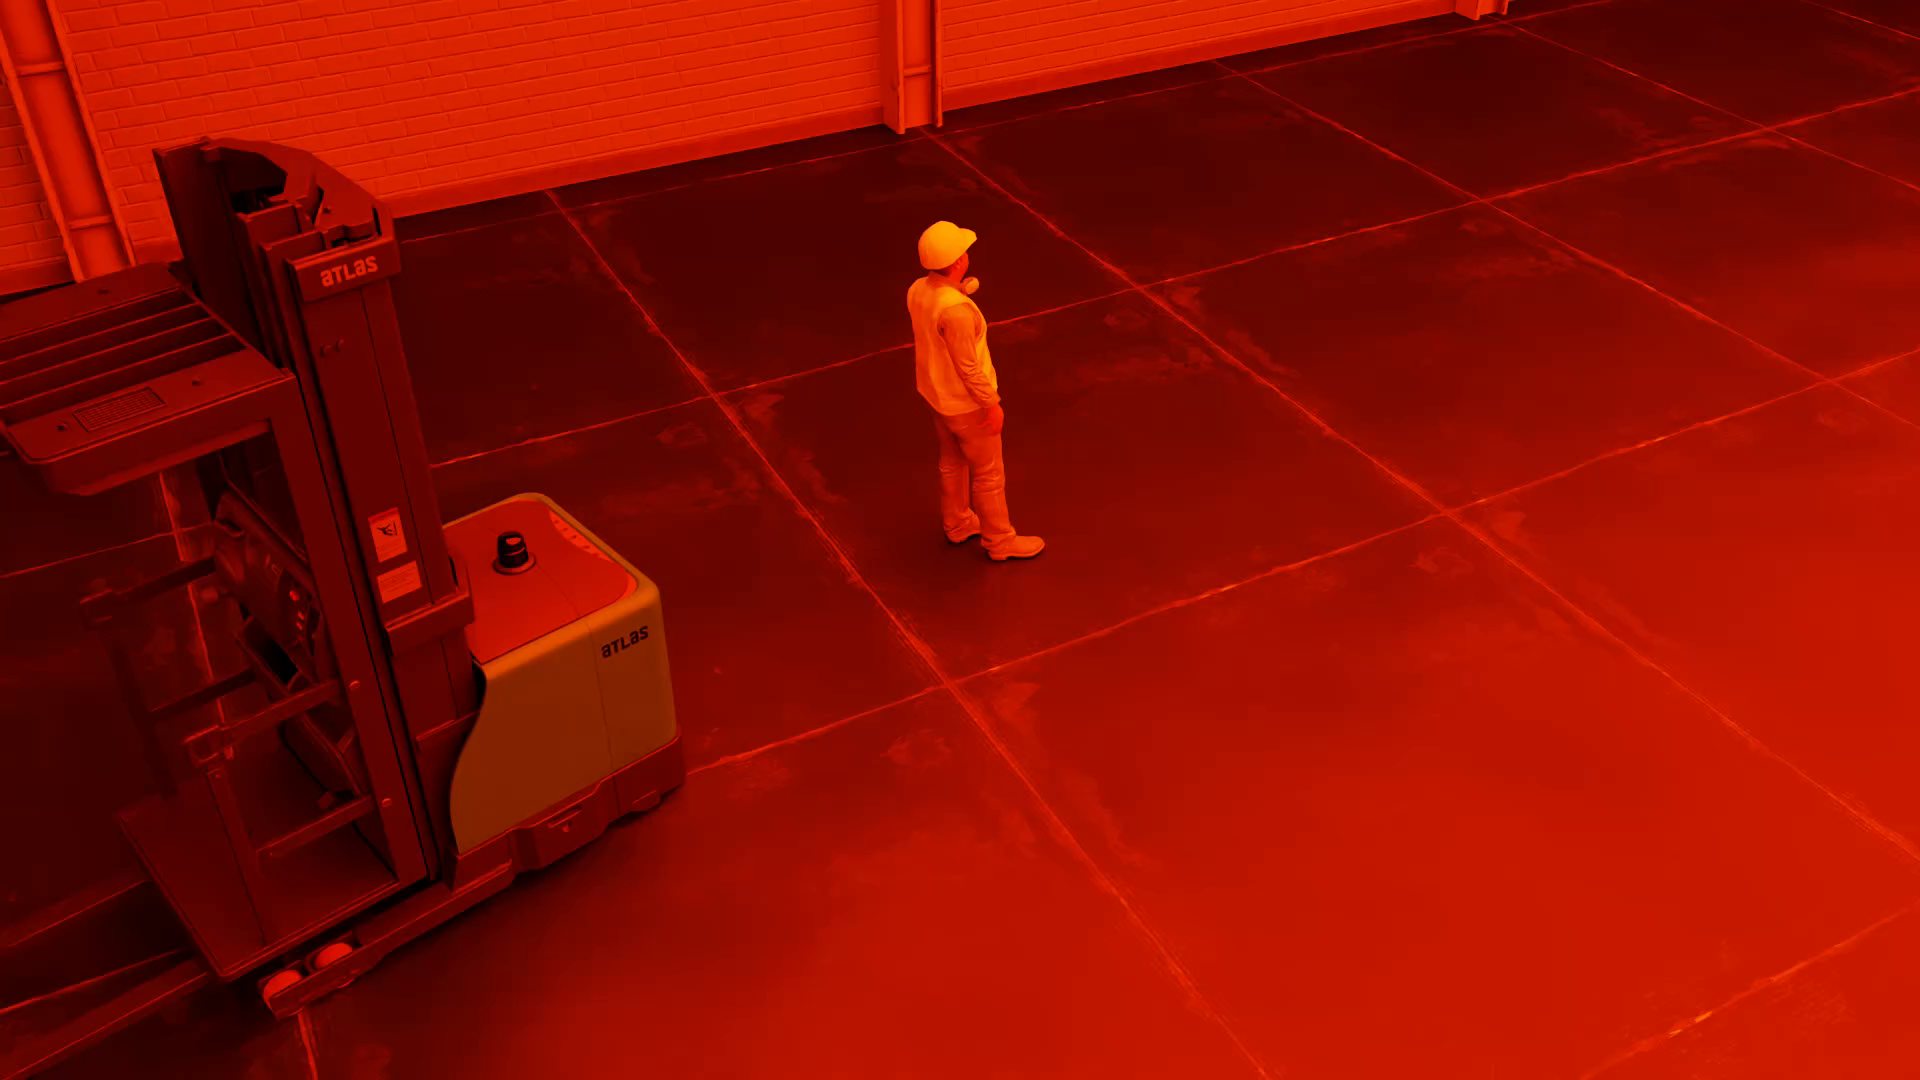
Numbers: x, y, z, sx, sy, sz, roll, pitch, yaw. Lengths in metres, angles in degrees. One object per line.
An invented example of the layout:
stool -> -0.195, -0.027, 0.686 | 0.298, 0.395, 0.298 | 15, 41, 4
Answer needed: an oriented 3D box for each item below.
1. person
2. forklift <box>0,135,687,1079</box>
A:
person -> 0.058, -0.743, 8.164 | 0.568, 1.773, 0.632 | -17, 39, -23
forklift -> -2.608, 0.224, 5.807 | 3.031, 2.935, 1.130 | -27, 43, -33
